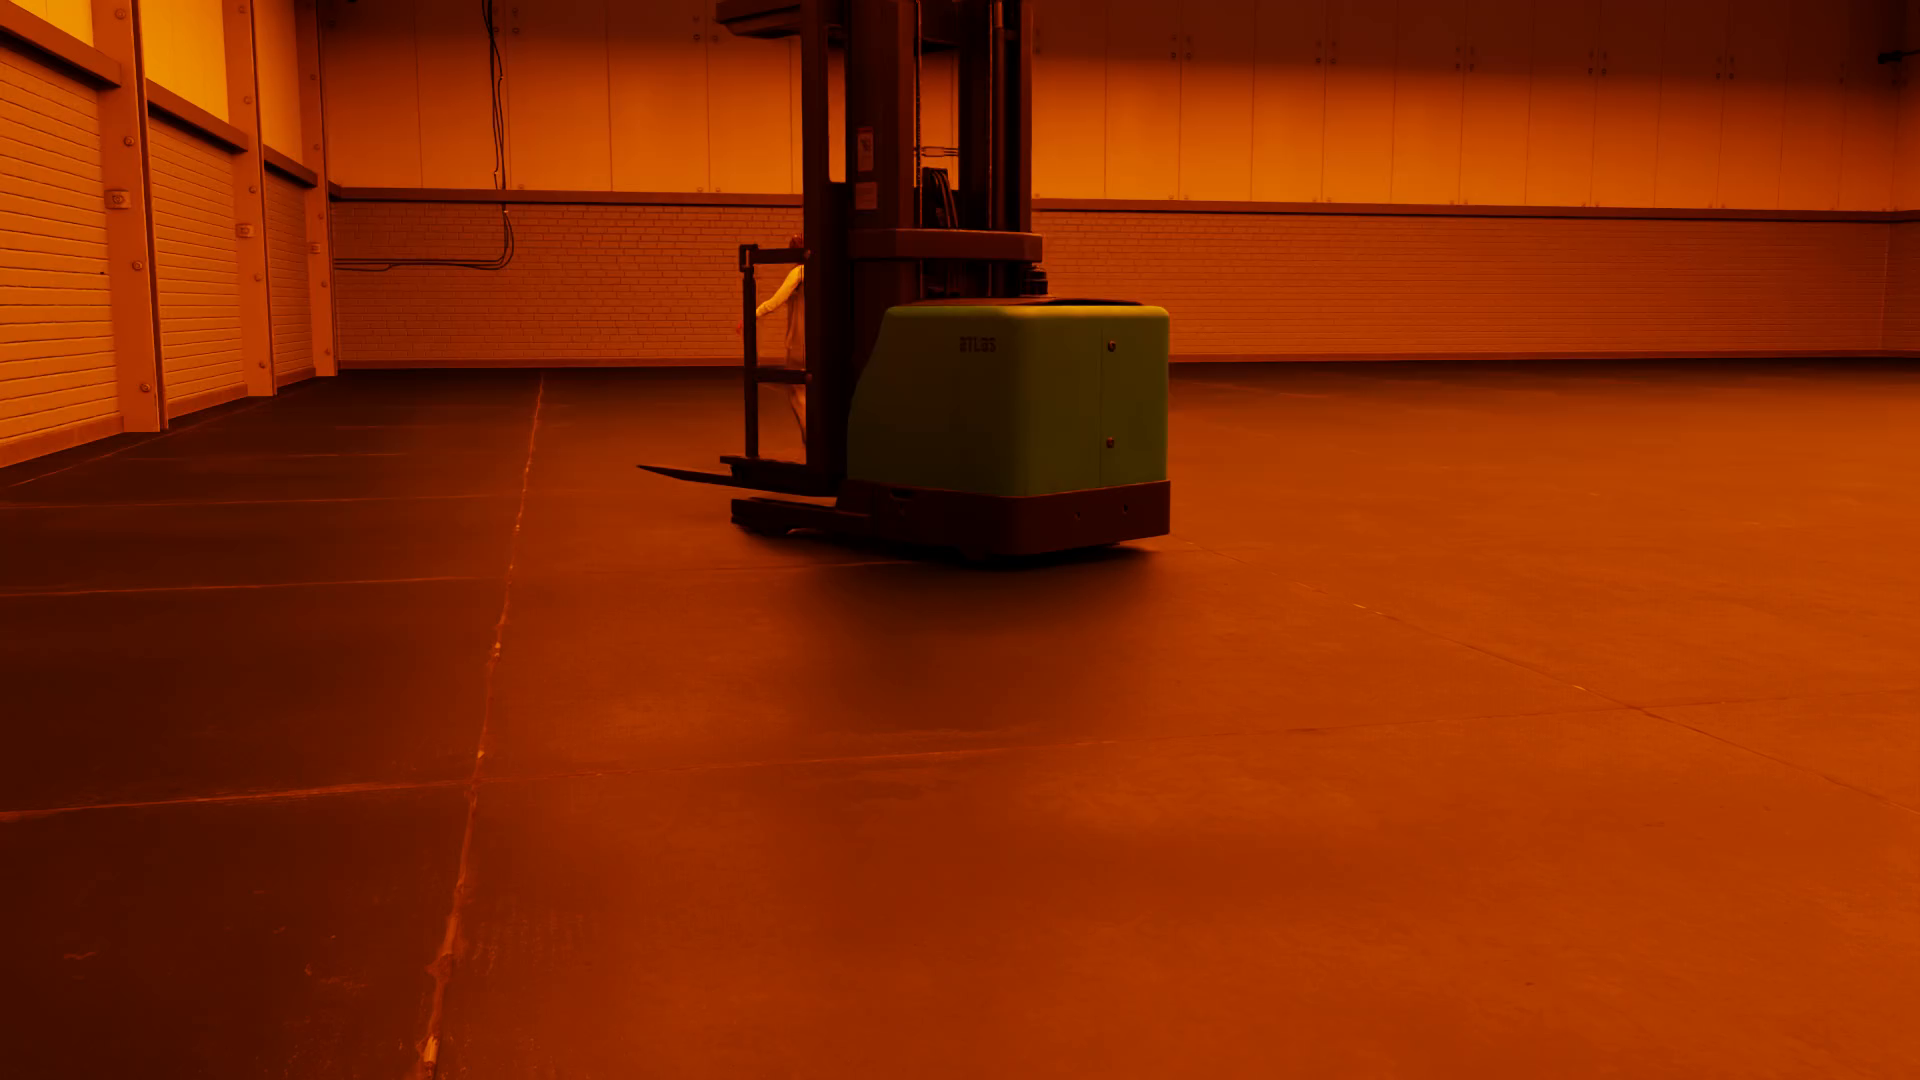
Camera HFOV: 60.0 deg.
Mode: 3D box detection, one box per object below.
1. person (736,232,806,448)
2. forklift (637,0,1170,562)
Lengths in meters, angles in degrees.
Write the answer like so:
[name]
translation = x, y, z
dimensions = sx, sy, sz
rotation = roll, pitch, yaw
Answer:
[person]
translation = -1.052, -1.272, 11.304
dimensions = 0.835, 1.607, 0.526
rotation = -7, 11, -41
[forklift]
translation = -0.453, -1.513, 7.940
dimensions = 1.130, 2.935, 3.031
rotation = -8, 11, -43
